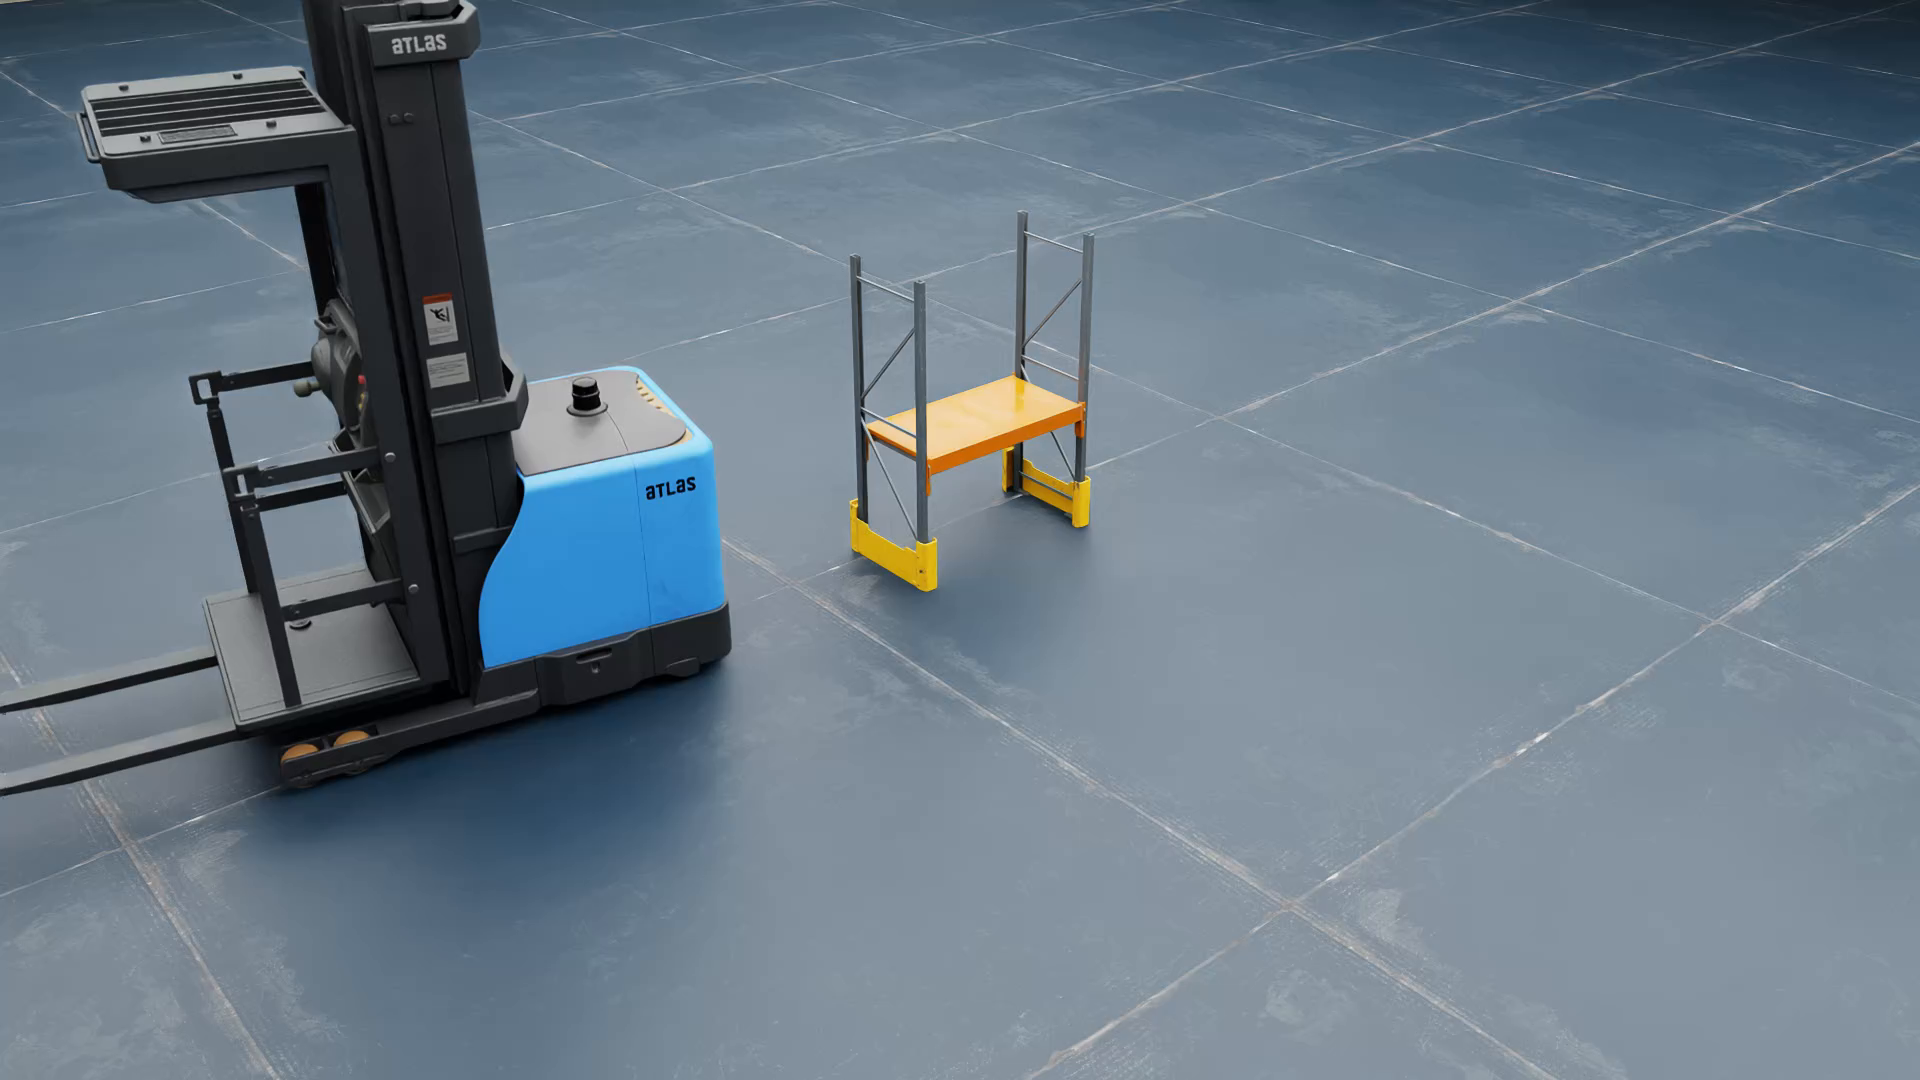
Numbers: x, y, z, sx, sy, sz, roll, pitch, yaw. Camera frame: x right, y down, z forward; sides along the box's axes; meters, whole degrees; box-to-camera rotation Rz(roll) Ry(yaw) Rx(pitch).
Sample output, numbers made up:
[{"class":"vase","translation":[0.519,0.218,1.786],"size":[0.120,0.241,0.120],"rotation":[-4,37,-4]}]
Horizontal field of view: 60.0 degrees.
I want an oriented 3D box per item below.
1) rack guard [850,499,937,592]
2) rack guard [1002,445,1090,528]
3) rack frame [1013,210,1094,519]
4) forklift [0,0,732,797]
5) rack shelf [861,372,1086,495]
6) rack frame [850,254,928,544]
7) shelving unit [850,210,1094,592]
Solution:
[{"class":"rack guard","translation":[-0.321,0.019,7.950],"size":[0.087,0.250,0.587],"rotation":[-22,35,-35]},{"class":"rack guard","translation":[0.437,-0.286,8.520],"size":[0.087,0.250,0.587],"rotation":[-22,35,-35]},{"class":"rack frame","translation":[0.452,-0.843,8.236],"size":[0.032,1.500,0.500],"rotation":[-22,35,-35]},{"class":"forklift","translation":[-2.535,-0.615,6.291],"size":[3.031,2.935,1.130],"rotation":[-14,31,-25]},{"class":"rack shelf","translation":[0.065,-0.529,8.030],"size":[1.000,0.185,0.538],"rotation":[-22,35,-35]},{"class":"rack frame","translation":[-0.322,-0.532,7.654],"size":[0.032,1.500,0.500],"rotation":[-22,35,-35]},{"class":"shelving unit","translation":[0.058,-0.685,7.940],"size":[1.083,1.500,0.587],"rotation":[-22,35,-35]}]
